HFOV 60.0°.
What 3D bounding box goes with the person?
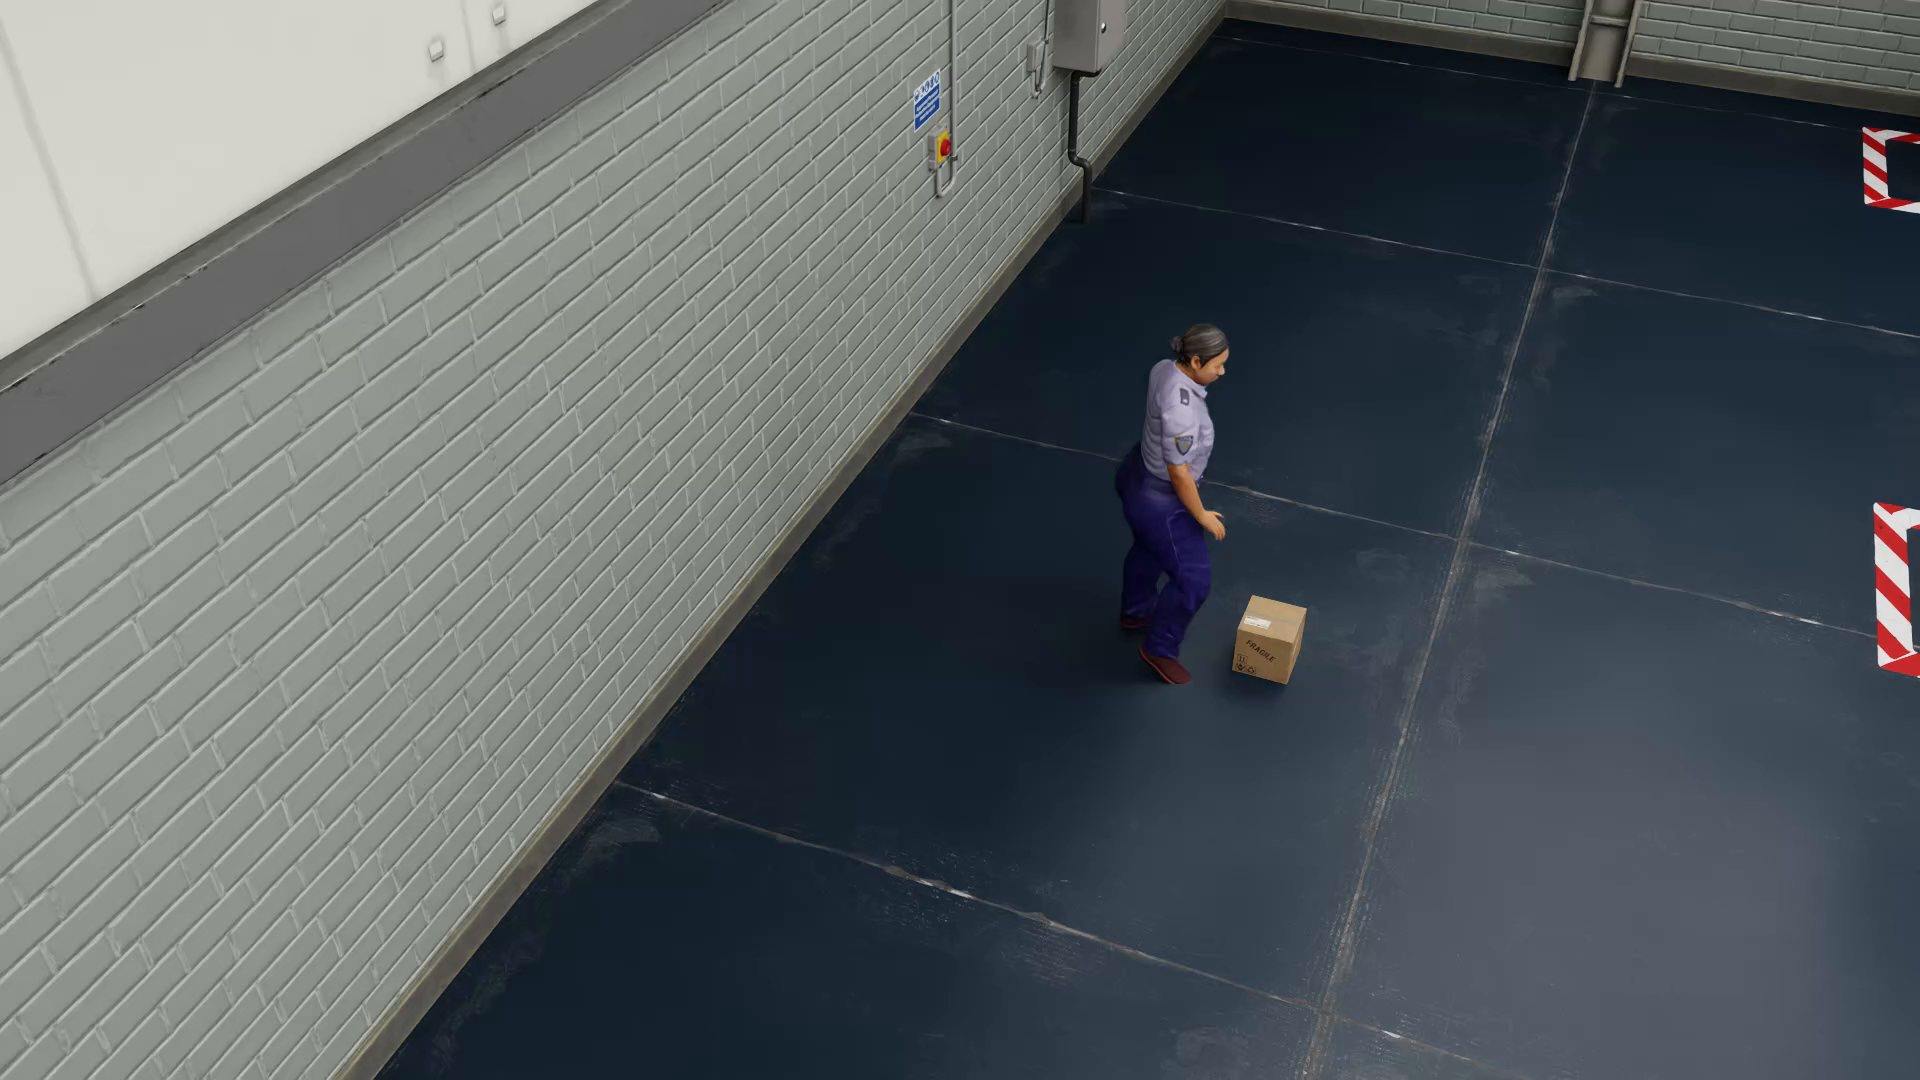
[{"bbox_3d":[0.882,-0.152,7.064,0.426,1.701,0.536,-2,38,-3],"label":"person"}]
